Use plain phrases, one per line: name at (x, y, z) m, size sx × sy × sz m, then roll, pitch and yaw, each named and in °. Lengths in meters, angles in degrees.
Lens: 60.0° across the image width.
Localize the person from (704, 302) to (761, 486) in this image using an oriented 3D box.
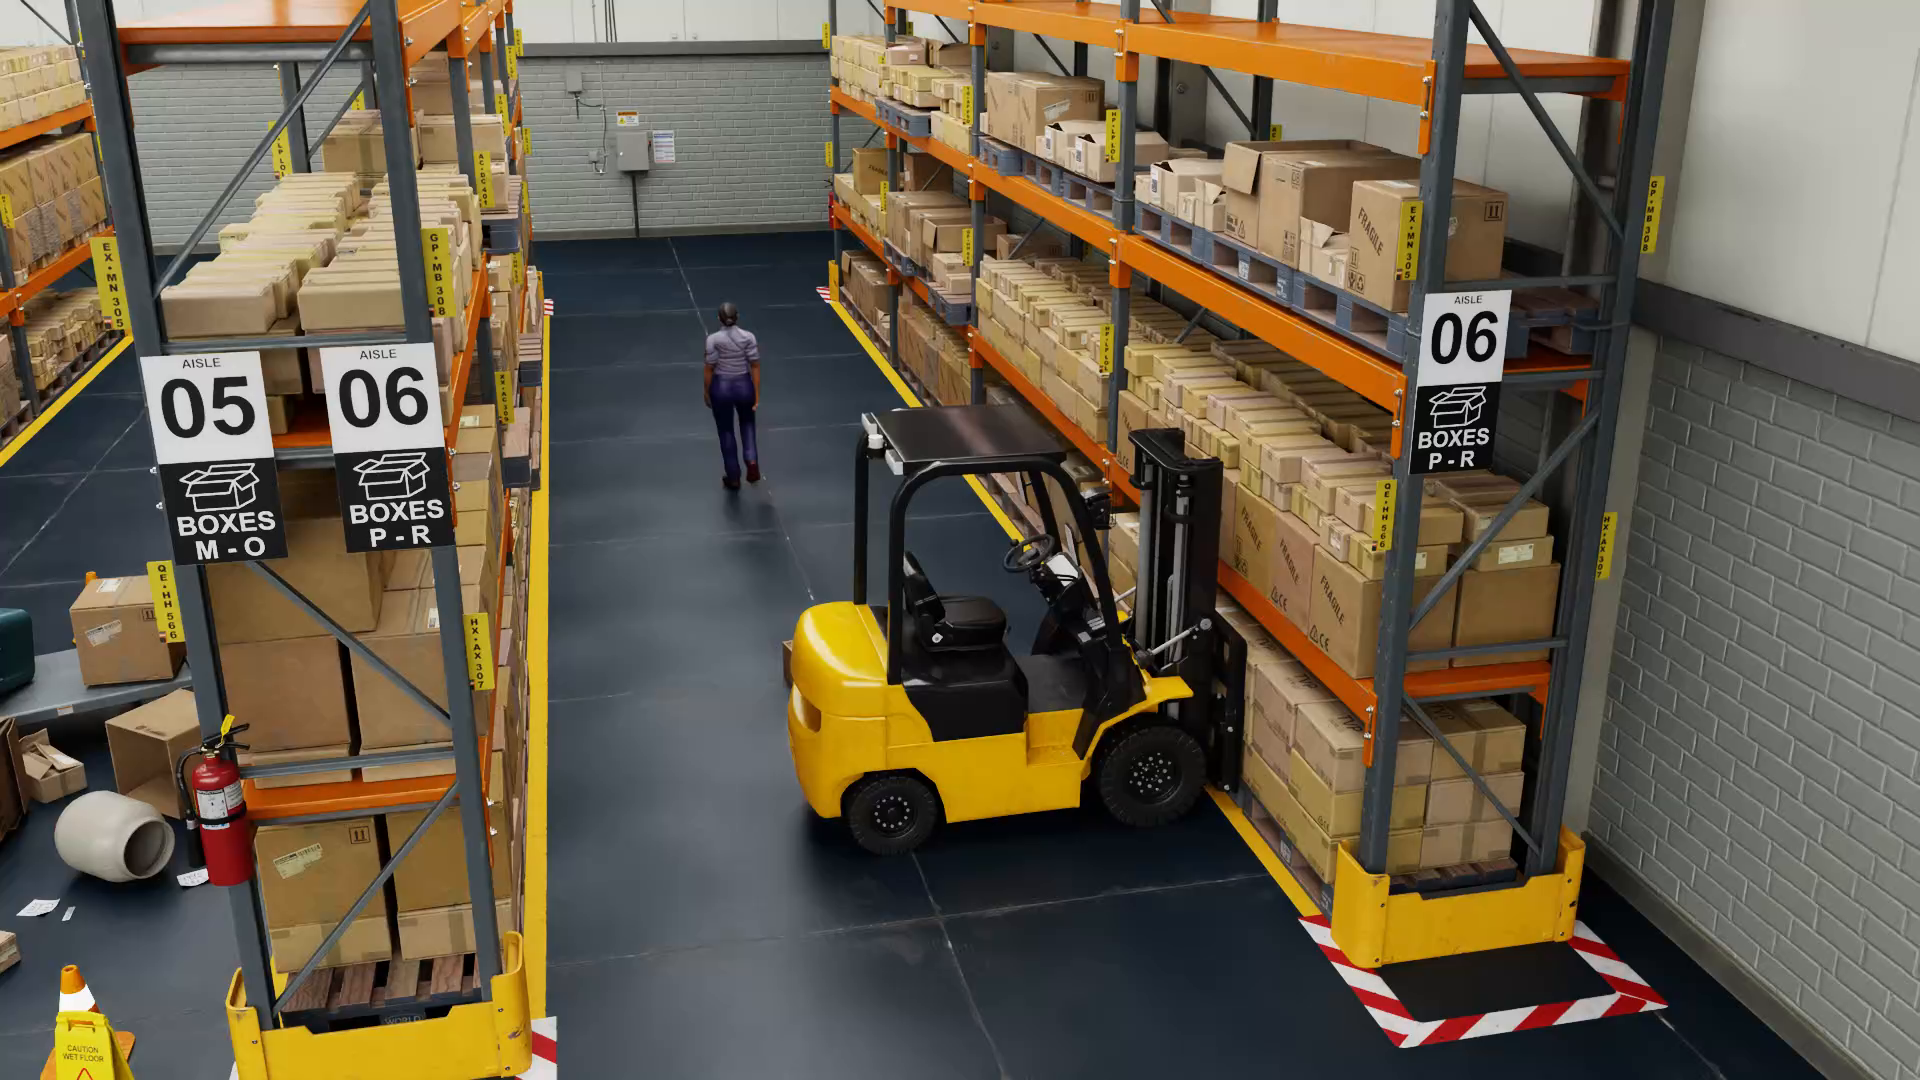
person at (-2.014, -1.289, 14.647) m, size 0.485 × 1.664 × 0.441 m, roll -7°, pitch 21°, yaw -19°
